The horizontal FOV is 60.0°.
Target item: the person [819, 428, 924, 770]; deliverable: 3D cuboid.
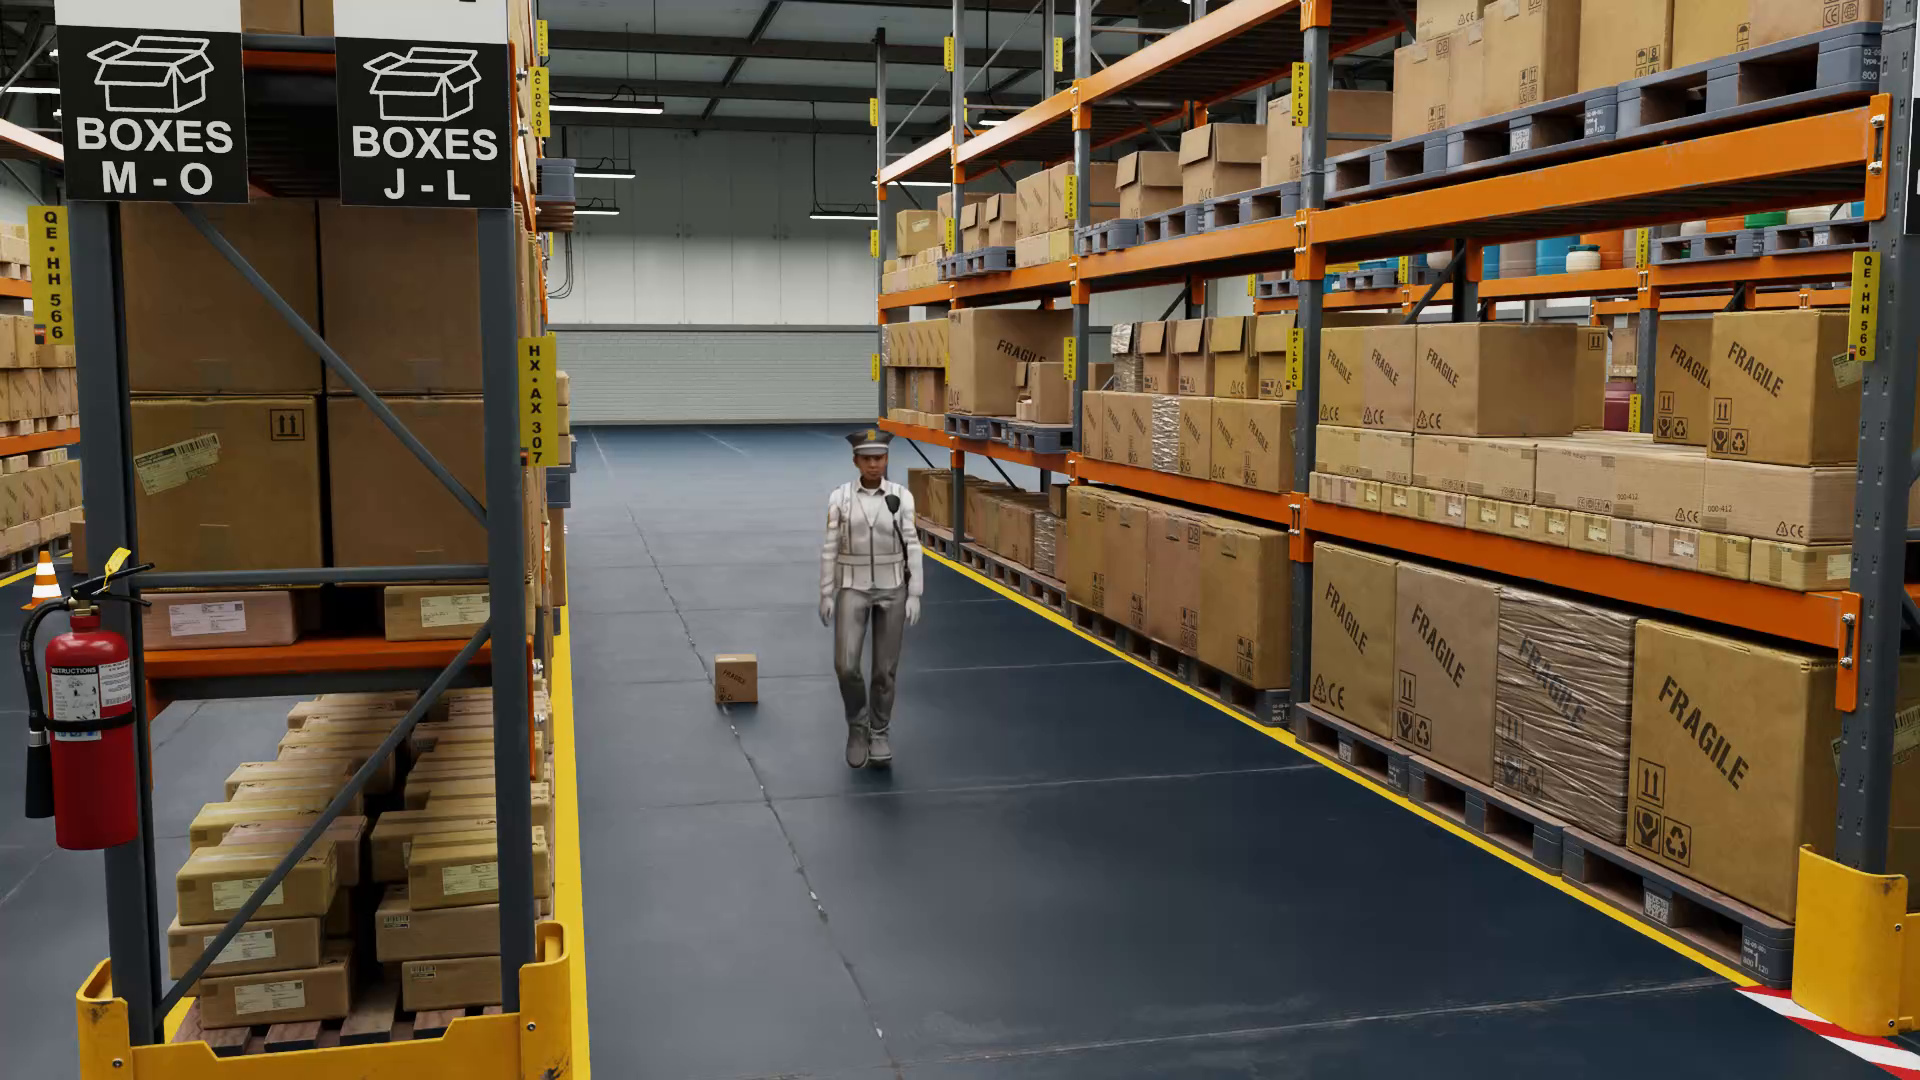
[{"bbox_3d":[-0.435,0.298,8.270,0.519,1.712,0.436,-1,6,-7],"label":"person"}]
